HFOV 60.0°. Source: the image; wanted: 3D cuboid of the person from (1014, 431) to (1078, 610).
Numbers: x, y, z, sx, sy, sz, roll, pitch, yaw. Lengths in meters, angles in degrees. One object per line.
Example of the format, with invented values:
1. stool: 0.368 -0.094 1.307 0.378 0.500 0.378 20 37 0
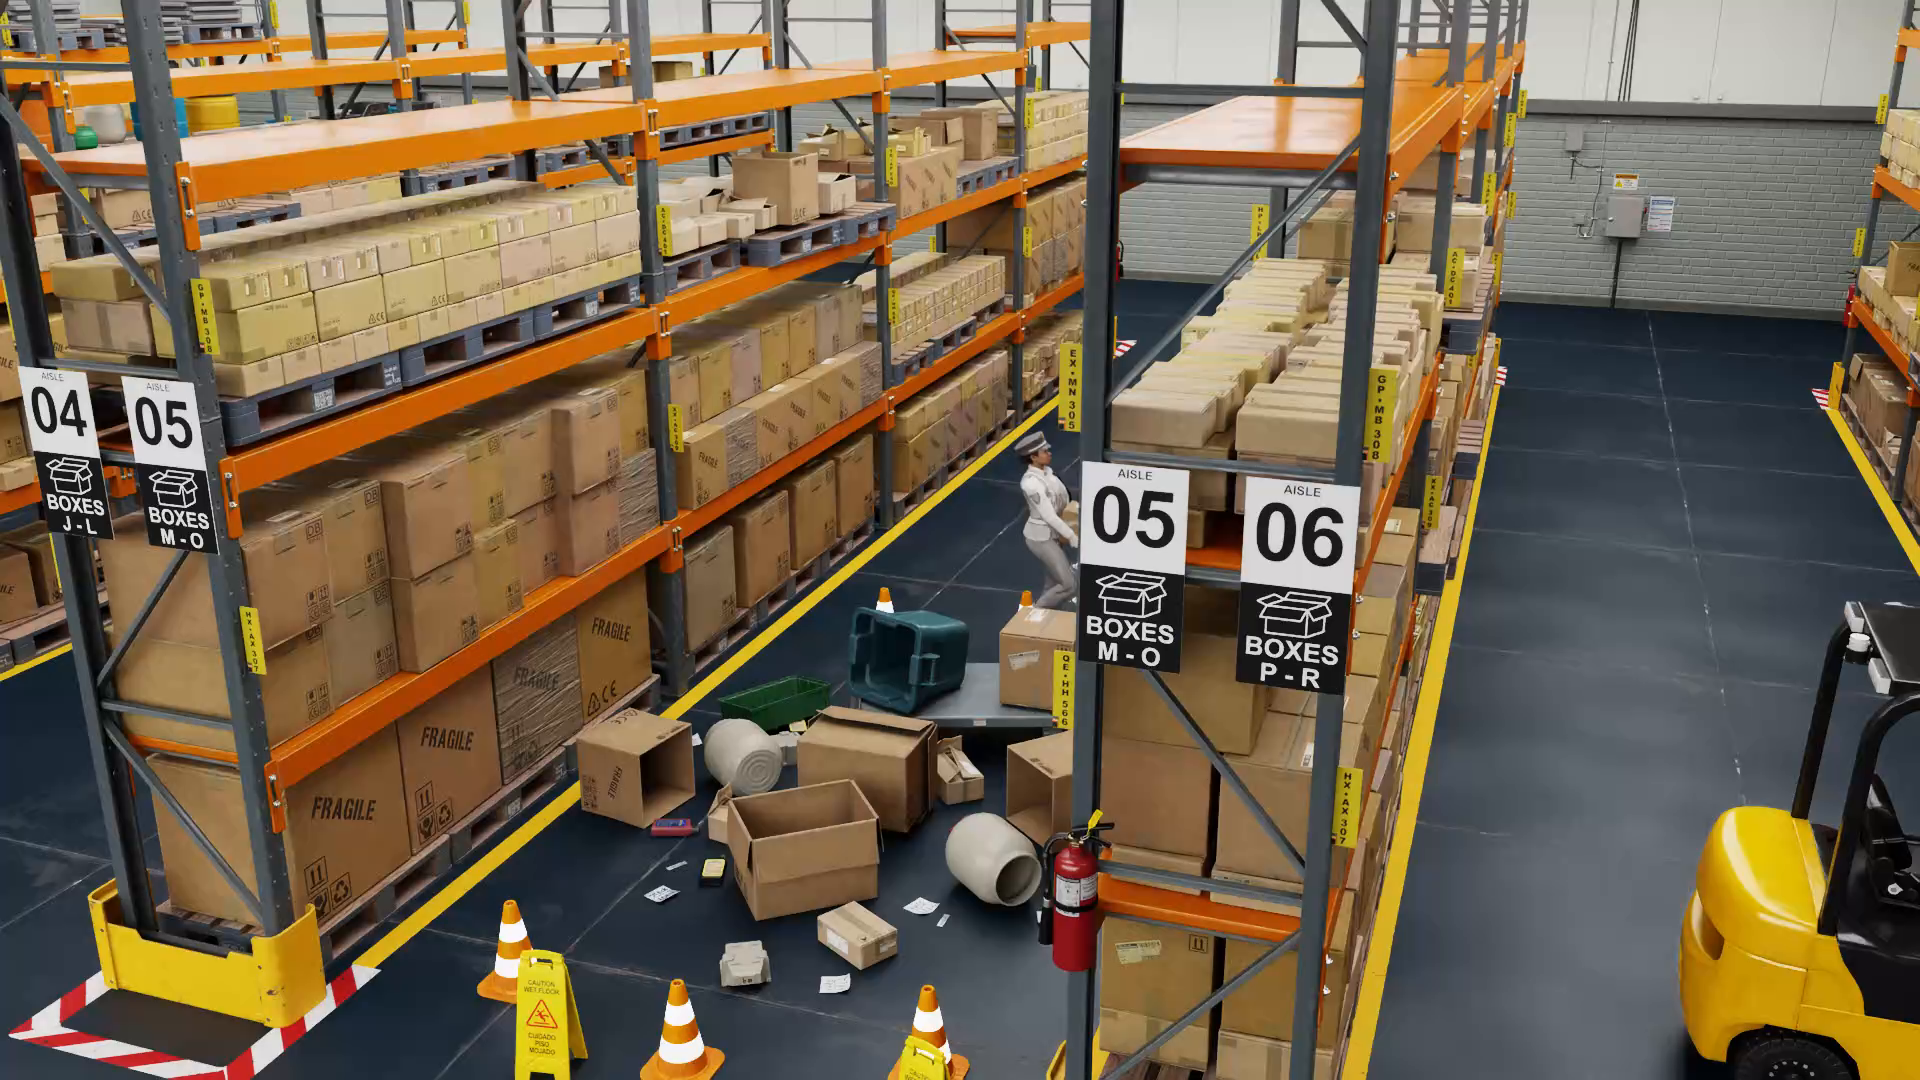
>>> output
1. person: 0.692 0.005 12.518 0.600 1.683 0.434 6 20 18
